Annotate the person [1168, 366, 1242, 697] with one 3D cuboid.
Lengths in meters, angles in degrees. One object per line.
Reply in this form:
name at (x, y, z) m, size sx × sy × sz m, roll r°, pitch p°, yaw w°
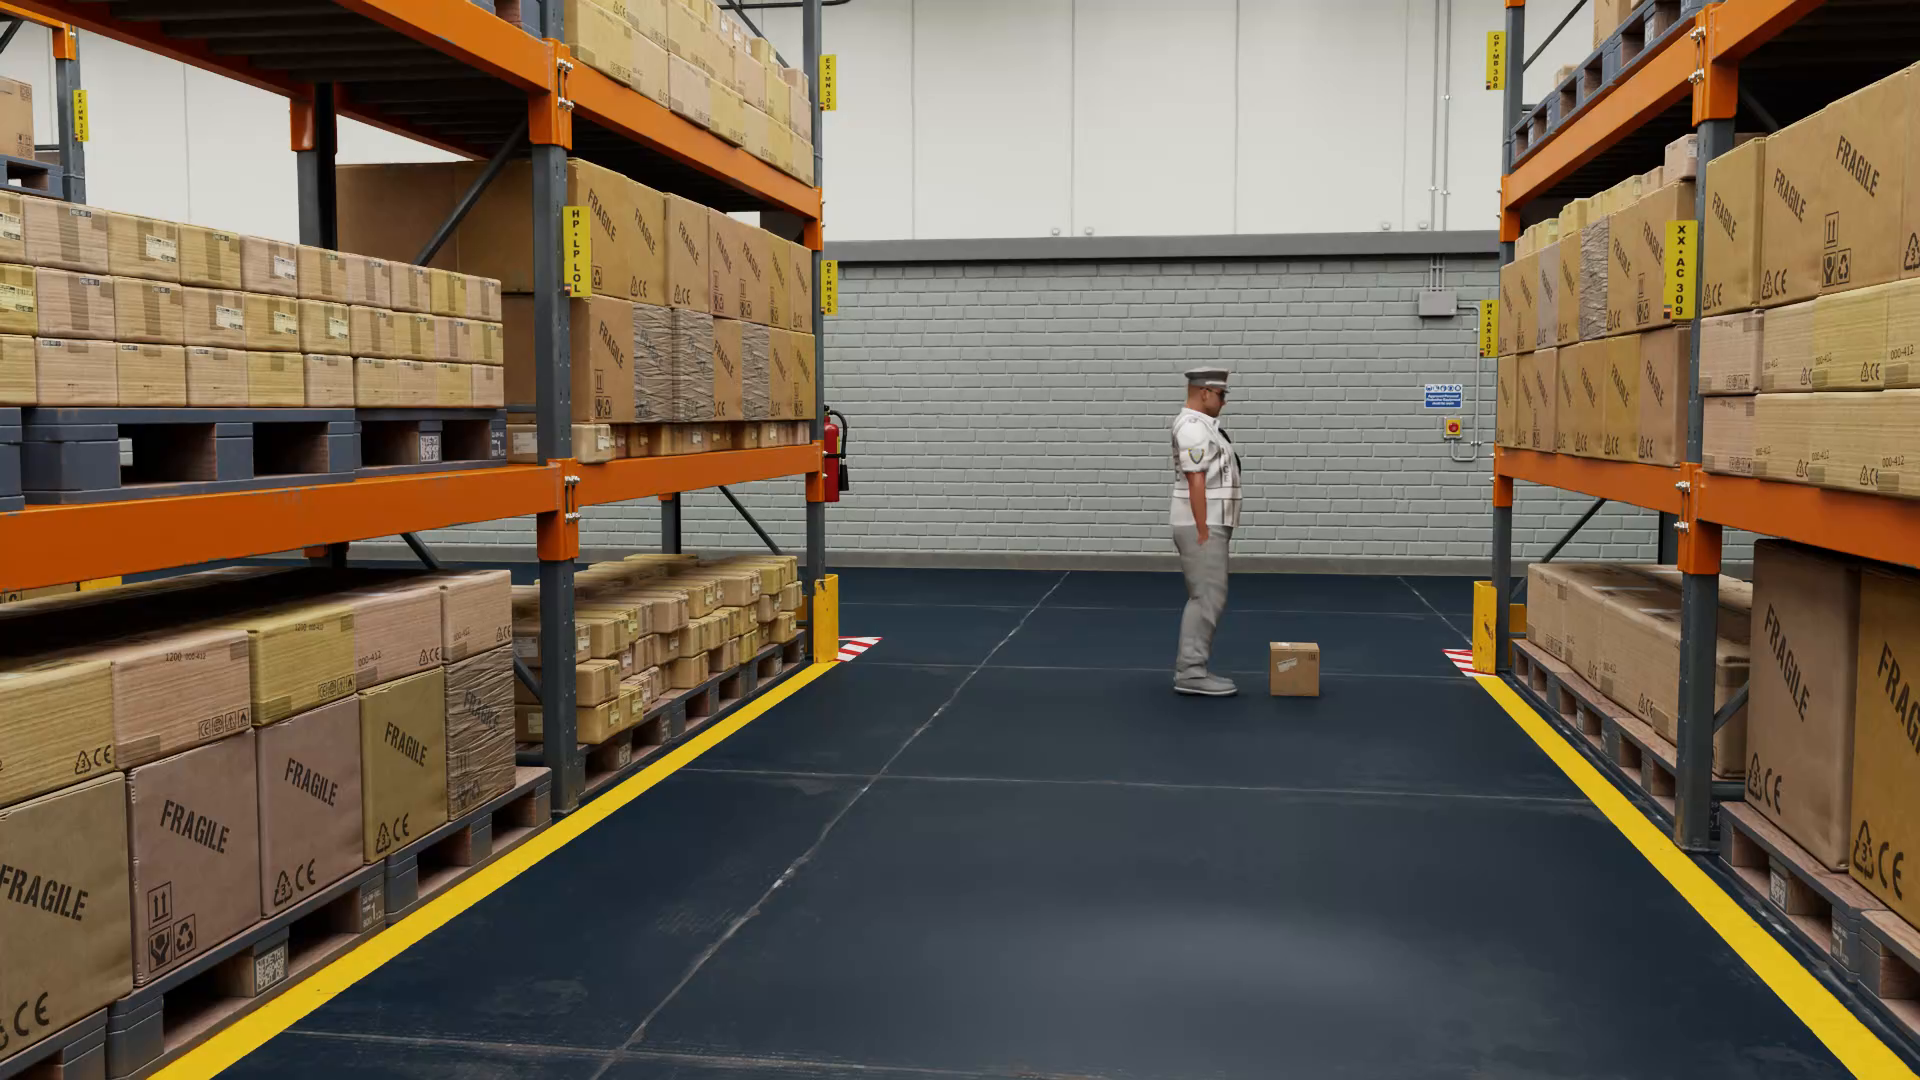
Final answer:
person at (1.314, -0.052, 8.924) m, size 0.392 × 1.751 × 0.529 m, roll 1°, pitch 4°, yaw 10°
